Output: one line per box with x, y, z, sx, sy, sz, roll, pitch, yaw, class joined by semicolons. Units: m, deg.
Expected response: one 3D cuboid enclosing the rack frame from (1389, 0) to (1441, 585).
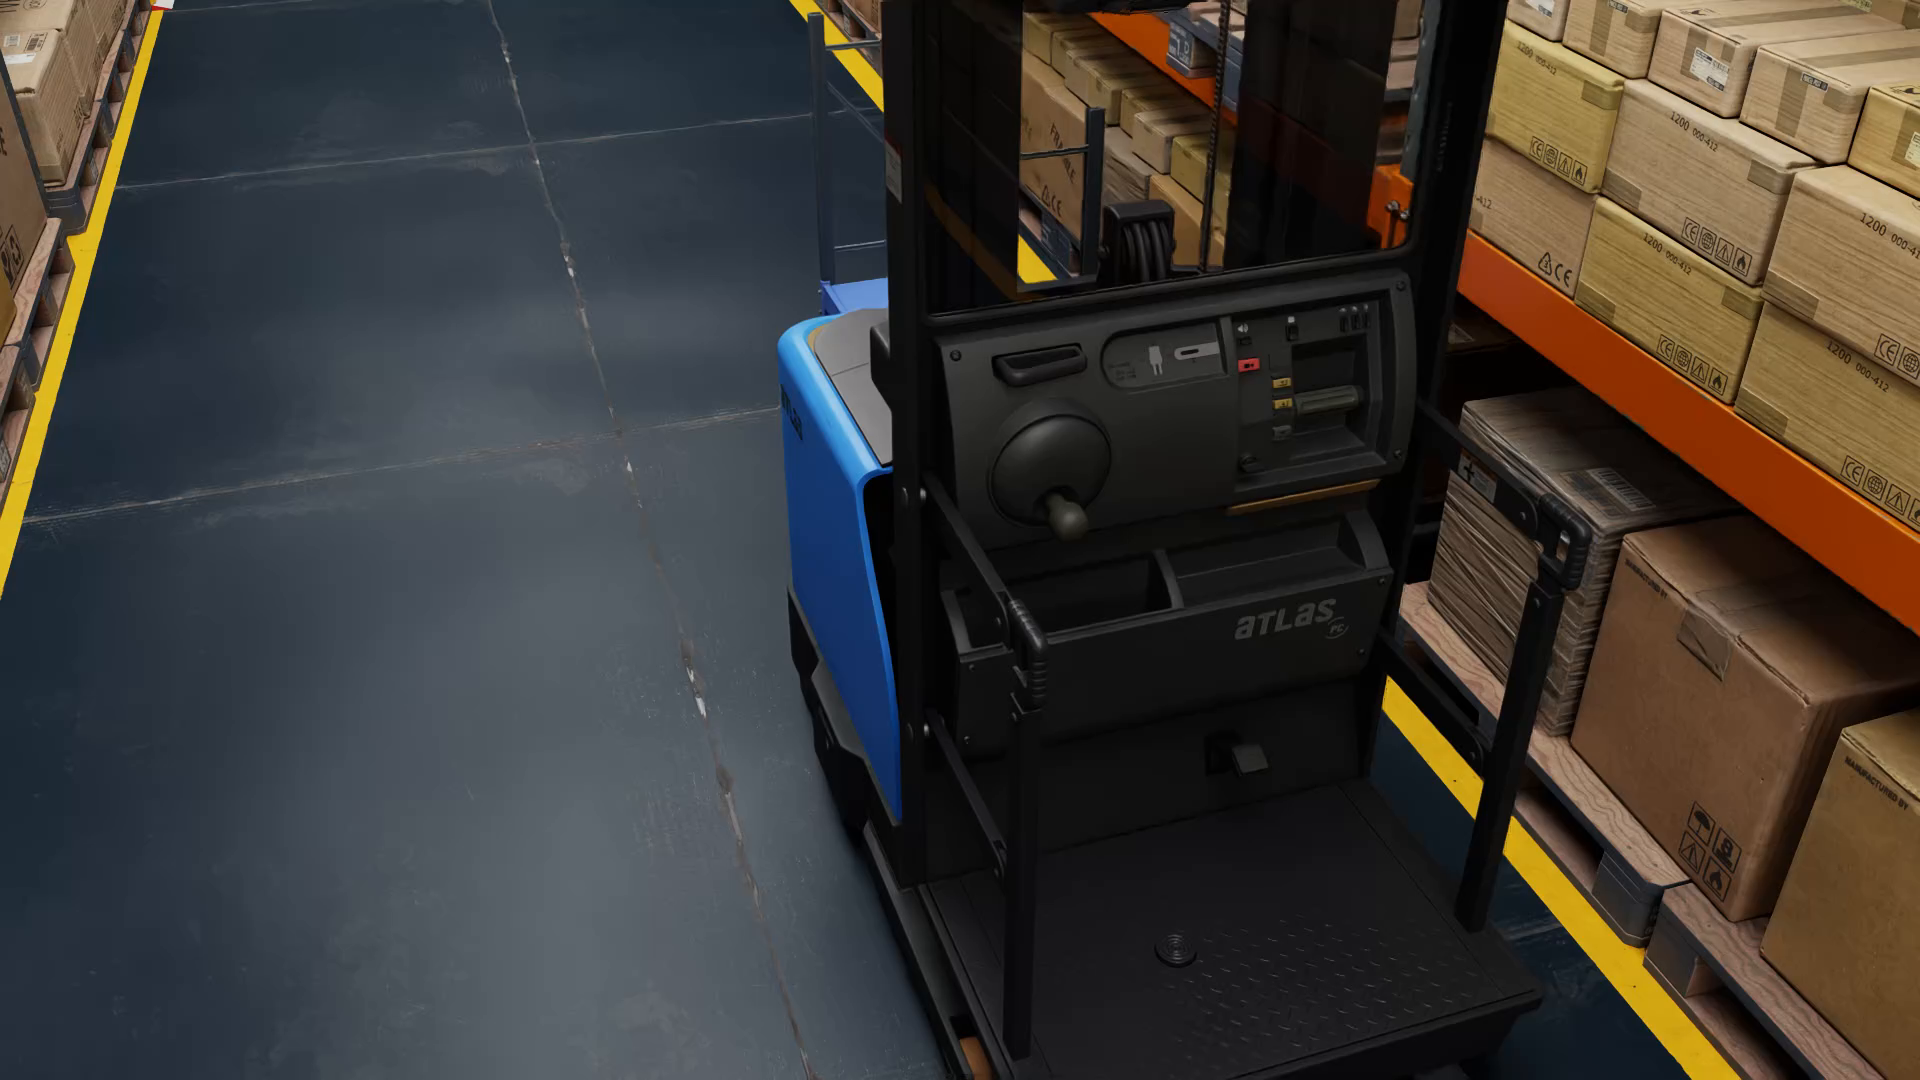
1.620;-1.144;4.261;1.000;3.000;0.127;-10;35;-15;rack frame

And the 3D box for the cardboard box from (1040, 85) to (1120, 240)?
0.653;-1.544;6.752;0.500;0.500;0.500;-11;35;-16;cardboard box

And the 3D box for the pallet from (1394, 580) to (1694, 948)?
1.834;0.458;4.365;1.003;0.211;1.213;-10;35;-15;pallet

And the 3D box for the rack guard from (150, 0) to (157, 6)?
-5.553;-3.477;10.059;1.175;0.500;0.348;-10;35;-15;rack guard

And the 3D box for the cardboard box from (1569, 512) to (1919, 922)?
2.005;0.343;3.783;0.875;0.625;0.625;-9;34;-13;cardboard box

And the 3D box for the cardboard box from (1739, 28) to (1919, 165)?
1.714;-0.834;3.112;0.380;0.149;0.250;-10;35;-14;cardboard box

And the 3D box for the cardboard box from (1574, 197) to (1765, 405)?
1.672;-0.543;3.486;0.500;0.250;0.500;-11;35;-16;cardboard box

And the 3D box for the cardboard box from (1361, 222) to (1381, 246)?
1.116;-0.902;5.192;0.380;0.149;0.250;-12;35;-17;cardboard box

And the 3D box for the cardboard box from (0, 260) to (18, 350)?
-3.777;-0.911;5.455;0.875;0.875;0.875;-9;35;-13;cardboard box

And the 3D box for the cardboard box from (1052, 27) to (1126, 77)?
0.600;-2.007;6.865;0.380;0.149;0.250;-11;35;-16;cardboard box

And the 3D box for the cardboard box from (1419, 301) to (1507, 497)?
1.287;-0.462;5.115;0.500;0.500;0.500;-9;35;-13;cardboard box

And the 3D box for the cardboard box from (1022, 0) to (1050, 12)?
0.381;-2.410;7.204;0.380;0.149;0.250;-12;35;-17;cardboard box

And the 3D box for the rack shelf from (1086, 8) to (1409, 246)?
1.010;-1.894;6.048;1.077;0.370;4.000;-10;35;-15;rack shelf

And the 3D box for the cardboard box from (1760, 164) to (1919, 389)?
1.817;-0.475;2.931;0.500;0.250;0.500;-11;35;-16;cardboard box

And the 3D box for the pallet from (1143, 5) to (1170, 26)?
1.023;-2.084;5.858;1.003;0.211;1.213;-10;35;-15;pallet

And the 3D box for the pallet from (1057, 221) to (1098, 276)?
1.060;-1.019;6.600;1.003;0.211;1.213;-10;35;-15;pallet

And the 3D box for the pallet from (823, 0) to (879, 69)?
-0.184;-3.083;9.725;1.003;0.211;1.213;-10;35;-15;pallet

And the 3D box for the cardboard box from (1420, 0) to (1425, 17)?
1.612;-1.658;4.566;0.500;0.500;0.500;-8;34;-12;cardboard box

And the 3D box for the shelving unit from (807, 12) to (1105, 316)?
-0.042;-0.687;4.929;0.538;1.500;1.048;-11;35;-16;shelving unit

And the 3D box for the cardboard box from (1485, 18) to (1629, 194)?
1.499;-1.012;3.743;0.500;0.250;0.500;-10;35;-15;cardboard box

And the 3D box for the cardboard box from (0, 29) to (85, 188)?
-4.415;-1.862;7.289;0.875;0.438;0.875;-11;35;-15;cardboard box

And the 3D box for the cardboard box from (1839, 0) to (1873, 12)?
2.099;-1.201;3.668;0.380;0.149;0.250;-9;35;-13;cardboard box

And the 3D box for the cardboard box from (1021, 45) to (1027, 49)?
0.334;-2.085;7.571;0.500;0.500;0.500;-9;34;-13;cardboard box

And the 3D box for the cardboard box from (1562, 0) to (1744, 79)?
1.520;-1.100;3.514;0.380;0.149;0.250;-9;35;-14;cardboard box

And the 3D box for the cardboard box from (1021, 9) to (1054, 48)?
0.415;-2.282;7.280;0.380;0.149;0.250;-11;35;-16;cardboard box

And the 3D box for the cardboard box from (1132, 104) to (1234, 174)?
0.851;-1.465;6.044;0.380;0.149;0.250;-12;35;-17;cardboard box

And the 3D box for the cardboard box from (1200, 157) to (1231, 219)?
1.040;-1.194;5.634;0.380;0.149;0.250;-9;35;-13;cardboard box

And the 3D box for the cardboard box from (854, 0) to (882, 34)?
-0.183;-3.139;9.166;0.700;0.500;0.500;-11;35;-17;cardboard box

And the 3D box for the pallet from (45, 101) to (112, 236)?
-4.483;-1.657;7.566;1.003;0.211;1.213;-10;35;-15;pallet

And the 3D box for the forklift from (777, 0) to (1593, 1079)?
0.488;-0.187;2.875;1.130;2.935;3.031;-11;35;-16;forklift

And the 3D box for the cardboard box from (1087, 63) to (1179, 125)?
0.714;-1.739;6.459;0.380;0.149;0.250;-9;34;-13;cardboard box

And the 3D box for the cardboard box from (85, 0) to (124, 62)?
-4.962;-2.805;8.718;0.875;0.438;0.875;-9;35;-13;cardboard box

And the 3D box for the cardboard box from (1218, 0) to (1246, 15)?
0.990;-1.756;4.942;0.500;0.250;0.500;-12;35;-17;cardboard box

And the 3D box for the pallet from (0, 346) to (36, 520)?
-3.643;-0.210;5.377;1.003;0.211;1.213;-10;35;-15;pallet

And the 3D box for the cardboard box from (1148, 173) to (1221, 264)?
0.982;-1.001;5.931;0.500;0.500;0.500;-9;34;-13;cardboard box

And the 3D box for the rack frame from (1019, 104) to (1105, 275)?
0.122;-0.421;4.527;0.500;1.500;0.032;-11;35;-16;rack frame

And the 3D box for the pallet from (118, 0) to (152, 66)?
-5.227;-2.938;9.504;1.003;0.211;1.213;-10;35;-15;pallet
